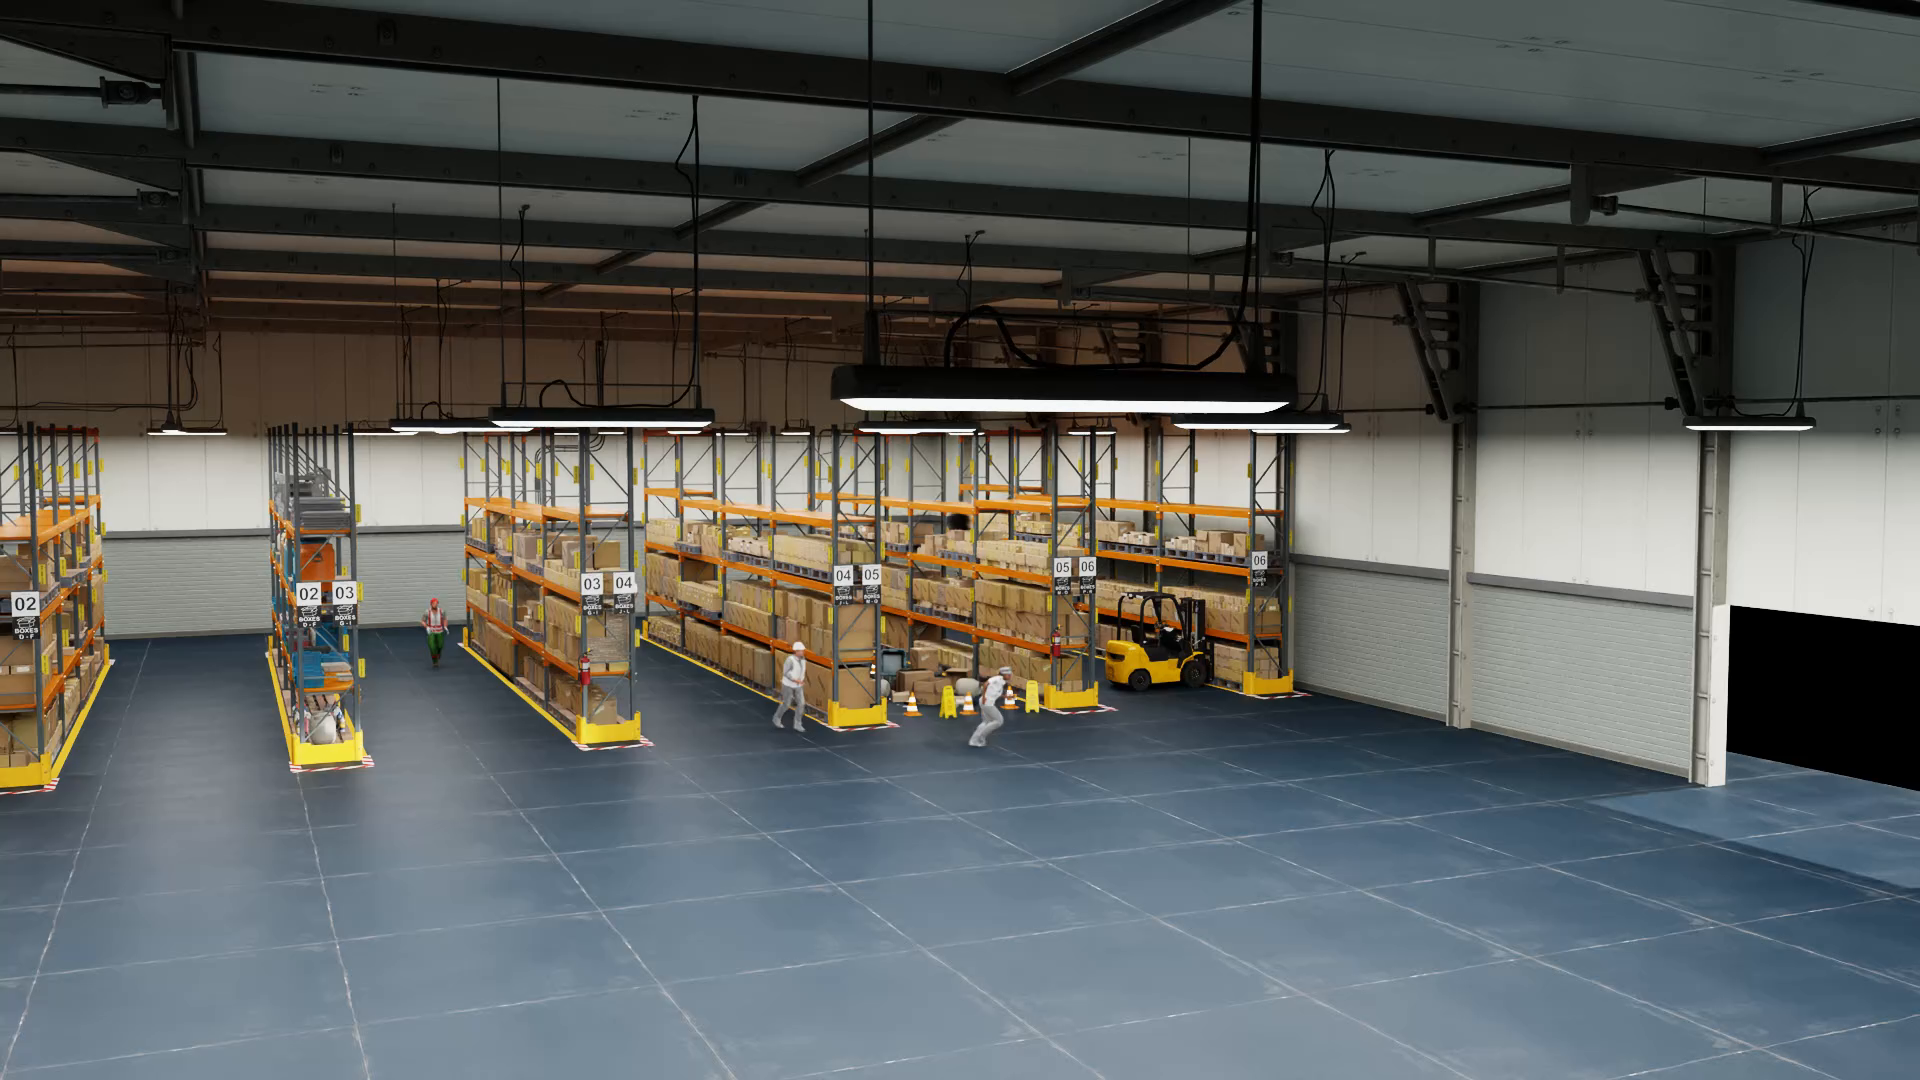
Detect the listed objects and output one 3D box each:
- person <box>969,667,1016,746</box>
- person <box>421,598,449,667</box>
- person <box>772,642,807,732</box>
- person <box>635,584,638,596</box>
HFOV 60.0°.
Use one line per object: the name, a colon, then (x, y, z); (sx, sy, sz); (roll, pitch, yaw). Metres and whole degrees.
person: (0.592, 3.091, 30.788); (0.870, 1.491, 0.605); (1, 4, 9)
person: (-13.166, 2.313, 41.728); (0.659, 1.729, 0.643); (-1, 4, -23)
person: (-3.329, 2.868, 32.654); (0.828, 1.777, 0.646); (3, 5, 41)
person: (-9.829, 1.855, 48.953); (0.684, 1.788, 0.718); (0, 3, 5)
